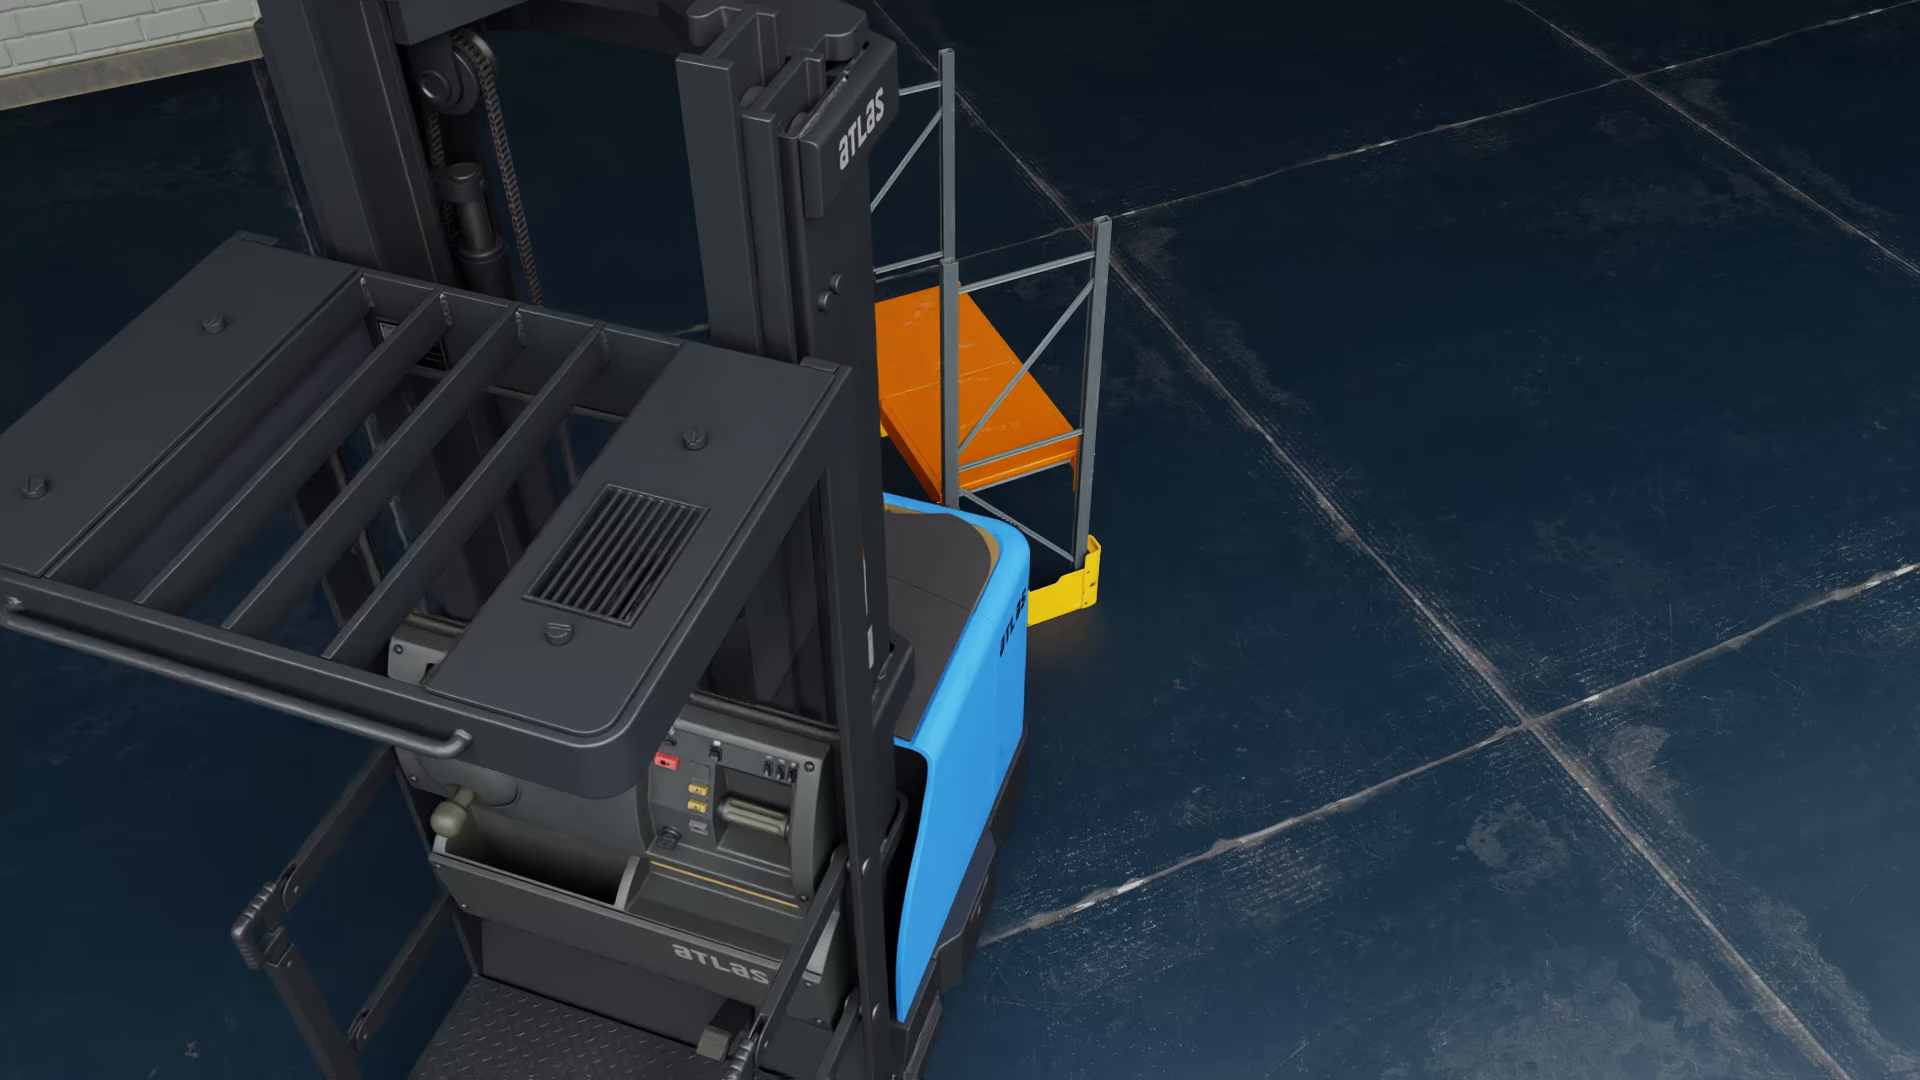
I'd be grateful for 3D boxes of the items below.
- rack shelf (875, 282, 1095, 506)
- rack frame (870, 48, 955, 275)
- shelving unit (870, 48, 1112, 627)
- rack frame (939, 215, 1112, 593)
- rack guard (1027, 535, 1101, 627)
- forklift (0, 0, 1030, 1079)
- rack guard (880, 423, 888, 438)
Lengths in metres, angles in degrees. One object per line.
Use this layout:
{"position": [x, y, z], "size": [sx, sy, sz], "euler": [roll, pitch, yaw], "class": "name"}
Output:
{"position": [-0.036, -0.460, 5.405], "size": [0.538, 0.185, 1.000], "euler": [-18, 47, -17], "class": "rack shelf"}
{"position": [-0.250, -0.912, 5.607], "size": [0.500, 1.500, 0.032], "euler": [-18, 47, -17], "class": "rack frame"}
{"position": [-0.032, -0.582, 5.272], "size": [0.587, 1.500, 1.083], "euler": [-18, 47, -17], "class": "shelving unit"}
{"position": [0.178, -0.264, 4.950], "size": [0.500, 1.500, 0.032], "euler": [-18, 47, -17], "class": "rack frame"}
{"position": [0.177, 0.180, 5.390], "size": [0.587, 0.250, 0.087], "euler": [-18, 47, -17], "class": "rack guard"}
{"position": [-0.772, 0.551, 3.105], "size": [1.130, 2.935, 3.031], "euler": [14, 46, 14], "class": "forklift"}
{"position": [-0.241, -0.455, 6.033], "size": [0.587, 0.250, 0.087], "euler": [-18, 47, -17], "class": "rack guard"}
